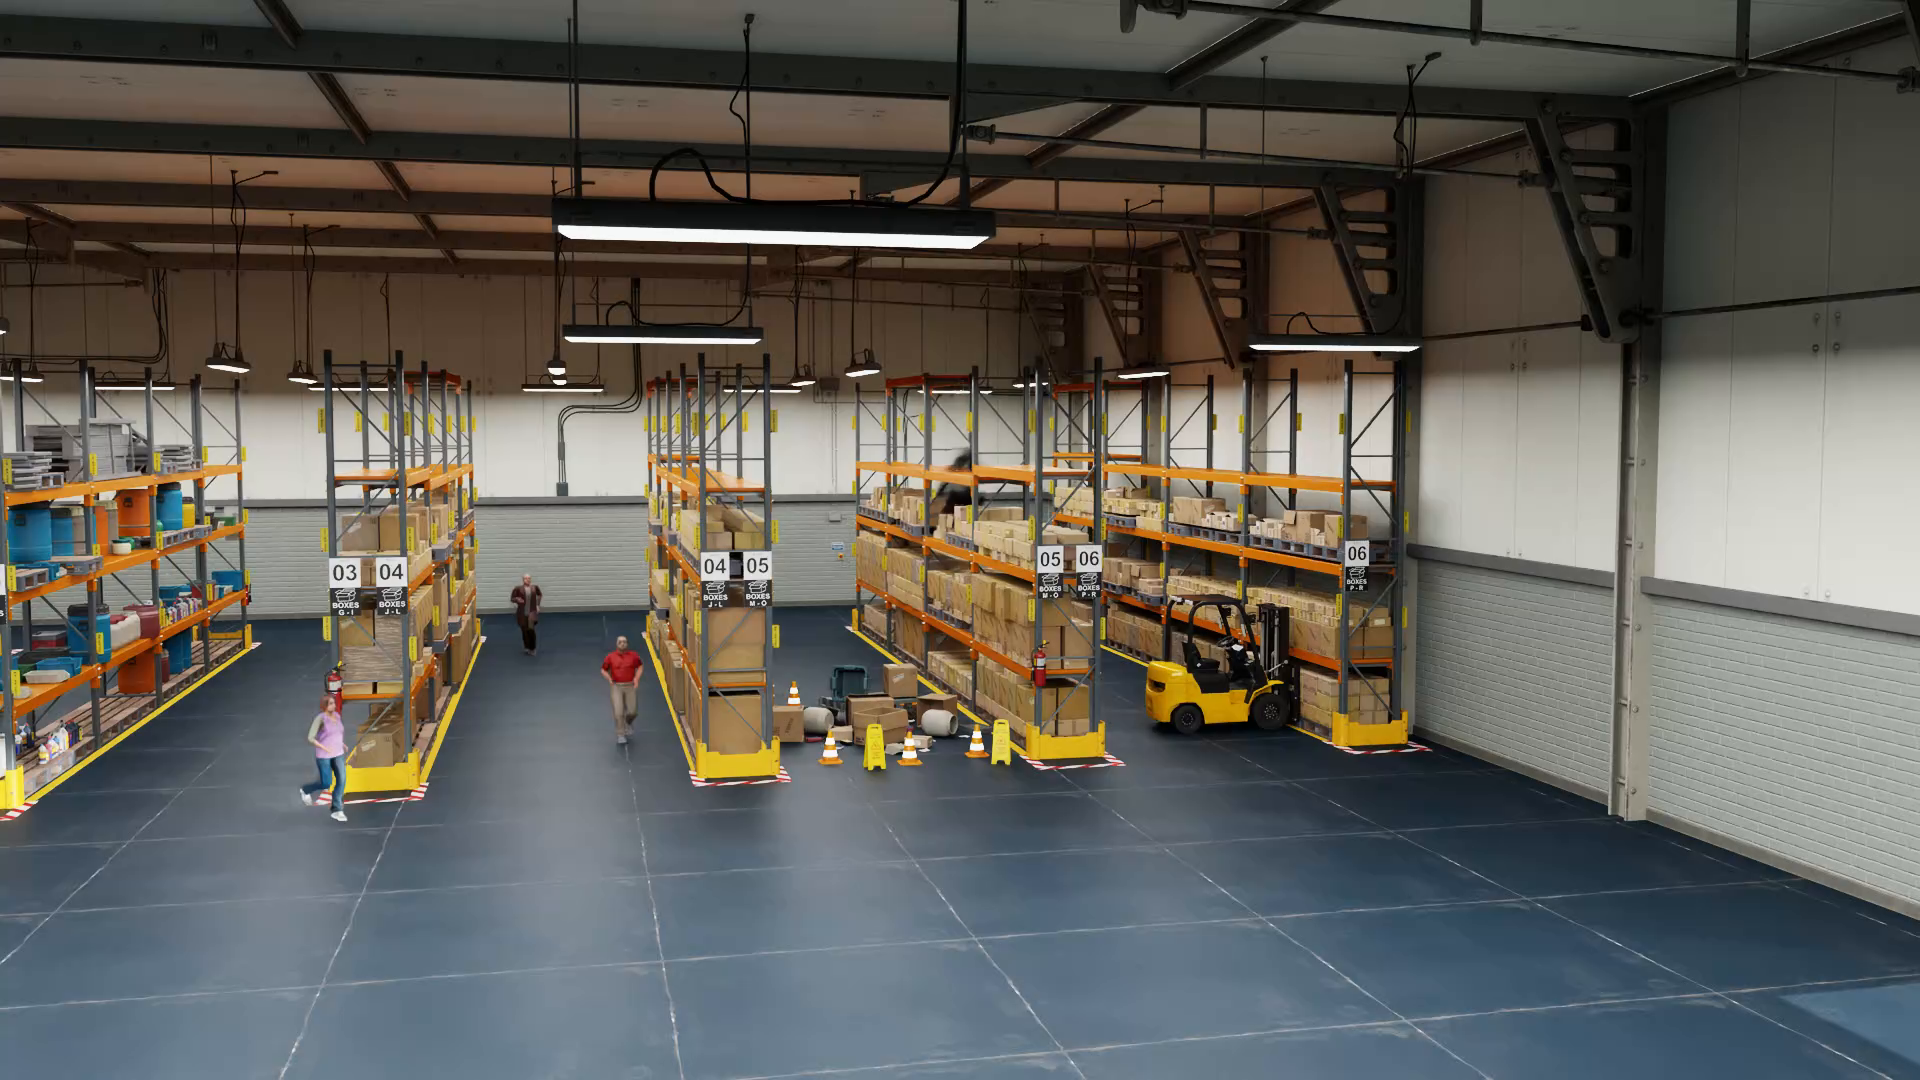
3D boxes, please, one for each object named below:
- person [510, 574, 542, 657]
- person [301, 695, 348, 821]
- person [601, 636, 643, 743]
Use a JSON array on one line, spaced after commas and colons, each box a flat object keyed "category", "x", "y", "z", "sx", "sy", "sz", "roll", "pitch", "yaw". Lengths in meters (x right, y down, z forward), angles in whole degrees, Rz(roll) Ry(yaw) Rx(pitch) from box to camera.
[{"category": "person", "x": -9.363, "y": 1.639, "z": 35.902, "sx": 0.666, "sy": 1.837, "sz": 0.812, "roll": -1, "pitch": 4, "yaw": -16}, {"category": "person", "x": -8.048, "y": 2.763, "z": 21.160, "sx": 0.786, "sy": 1.568, "sz": 0.558, "roll": 2, "pitch": 5, "yaw": 29}, {"category": "person", "x": -5.299, "y": 2.343, "z": 26.142, "sx": 0.659, "sy": 1.674, "sz": 0.622, "roll": -1, "pitch": 4, "yaw": -17}]
